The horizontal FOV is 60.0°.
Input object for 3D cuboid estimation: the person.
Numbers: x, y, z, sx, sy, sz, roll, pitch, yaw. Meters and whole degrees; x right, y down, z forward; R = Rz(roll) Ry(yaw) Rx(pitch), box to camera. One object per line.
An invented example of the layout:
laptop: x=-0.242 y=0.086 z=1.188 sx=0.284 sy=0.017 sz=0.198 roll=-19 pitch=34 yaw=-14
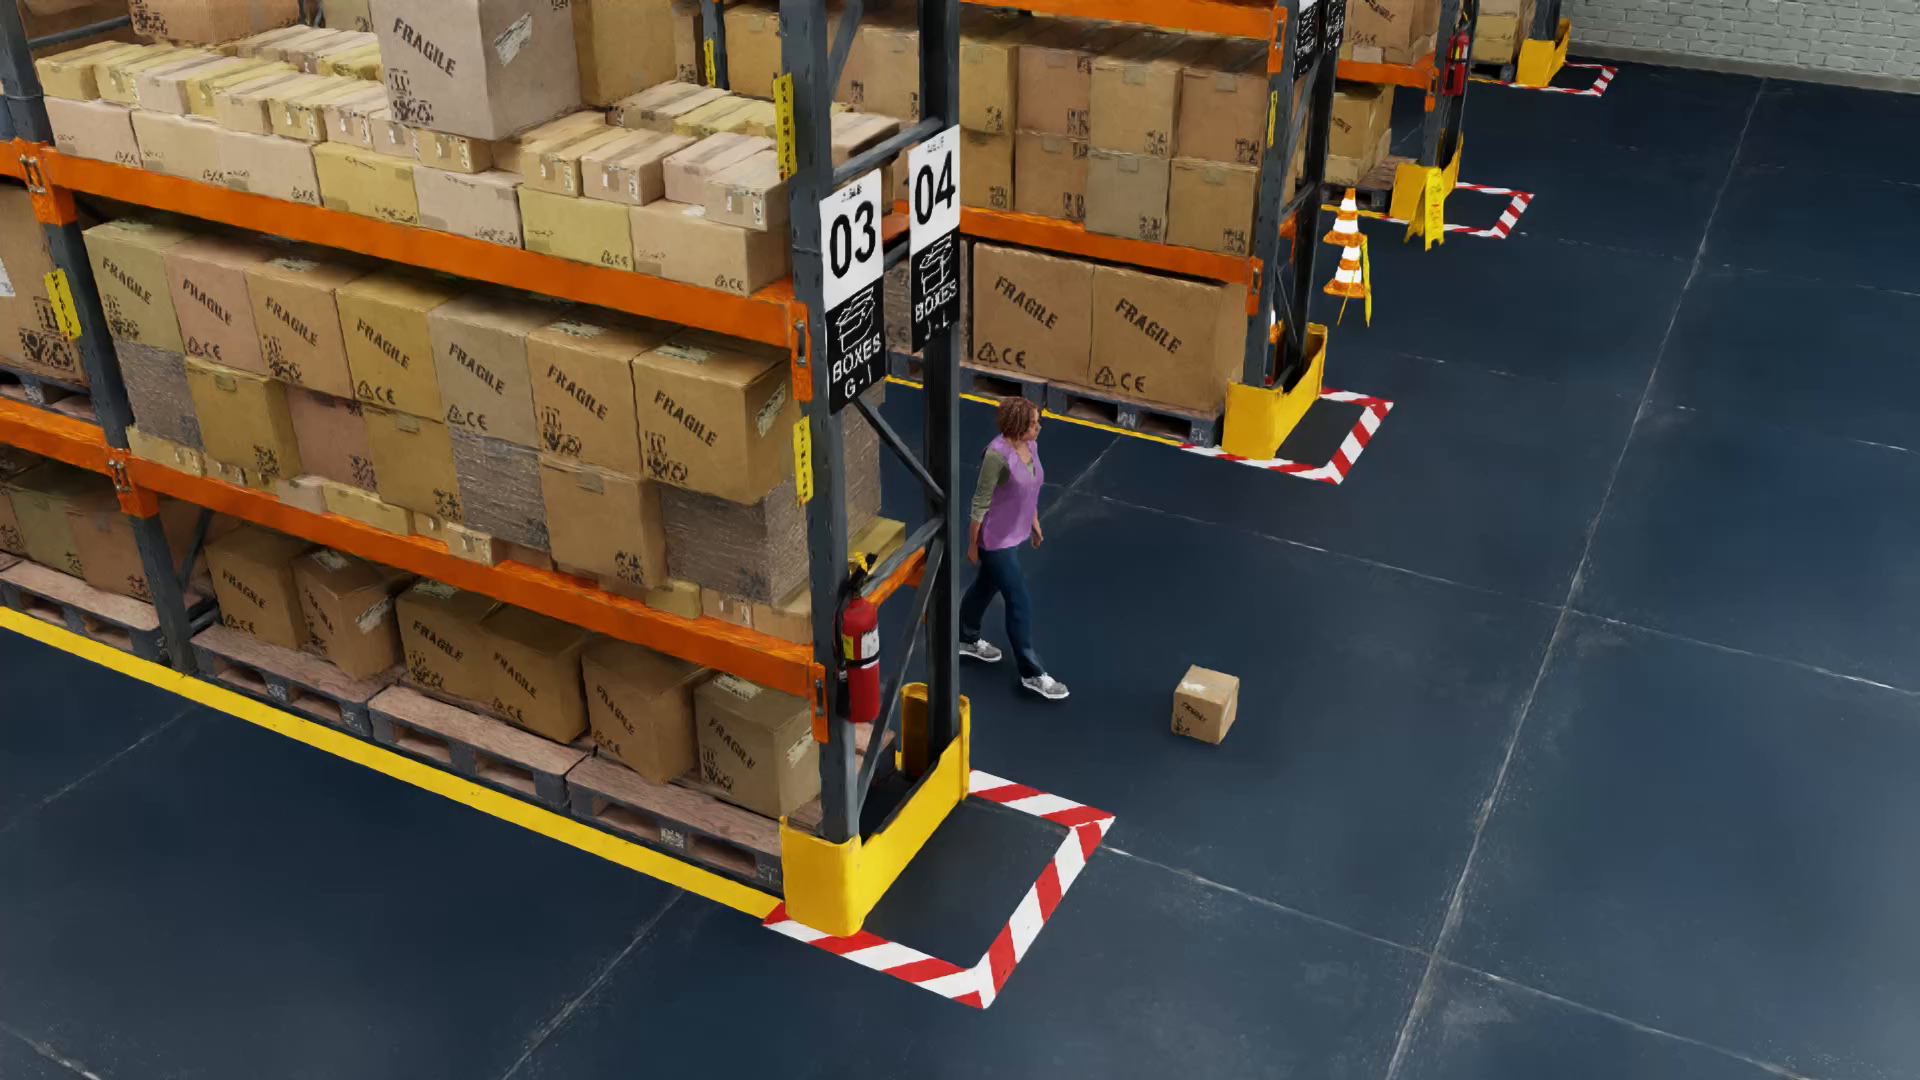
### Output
person: x=0.281 y=-0.016 z=8.300 sx=0.737 sy=1.574 sz=0.429 roll=12 pitch=33 yaw=20
